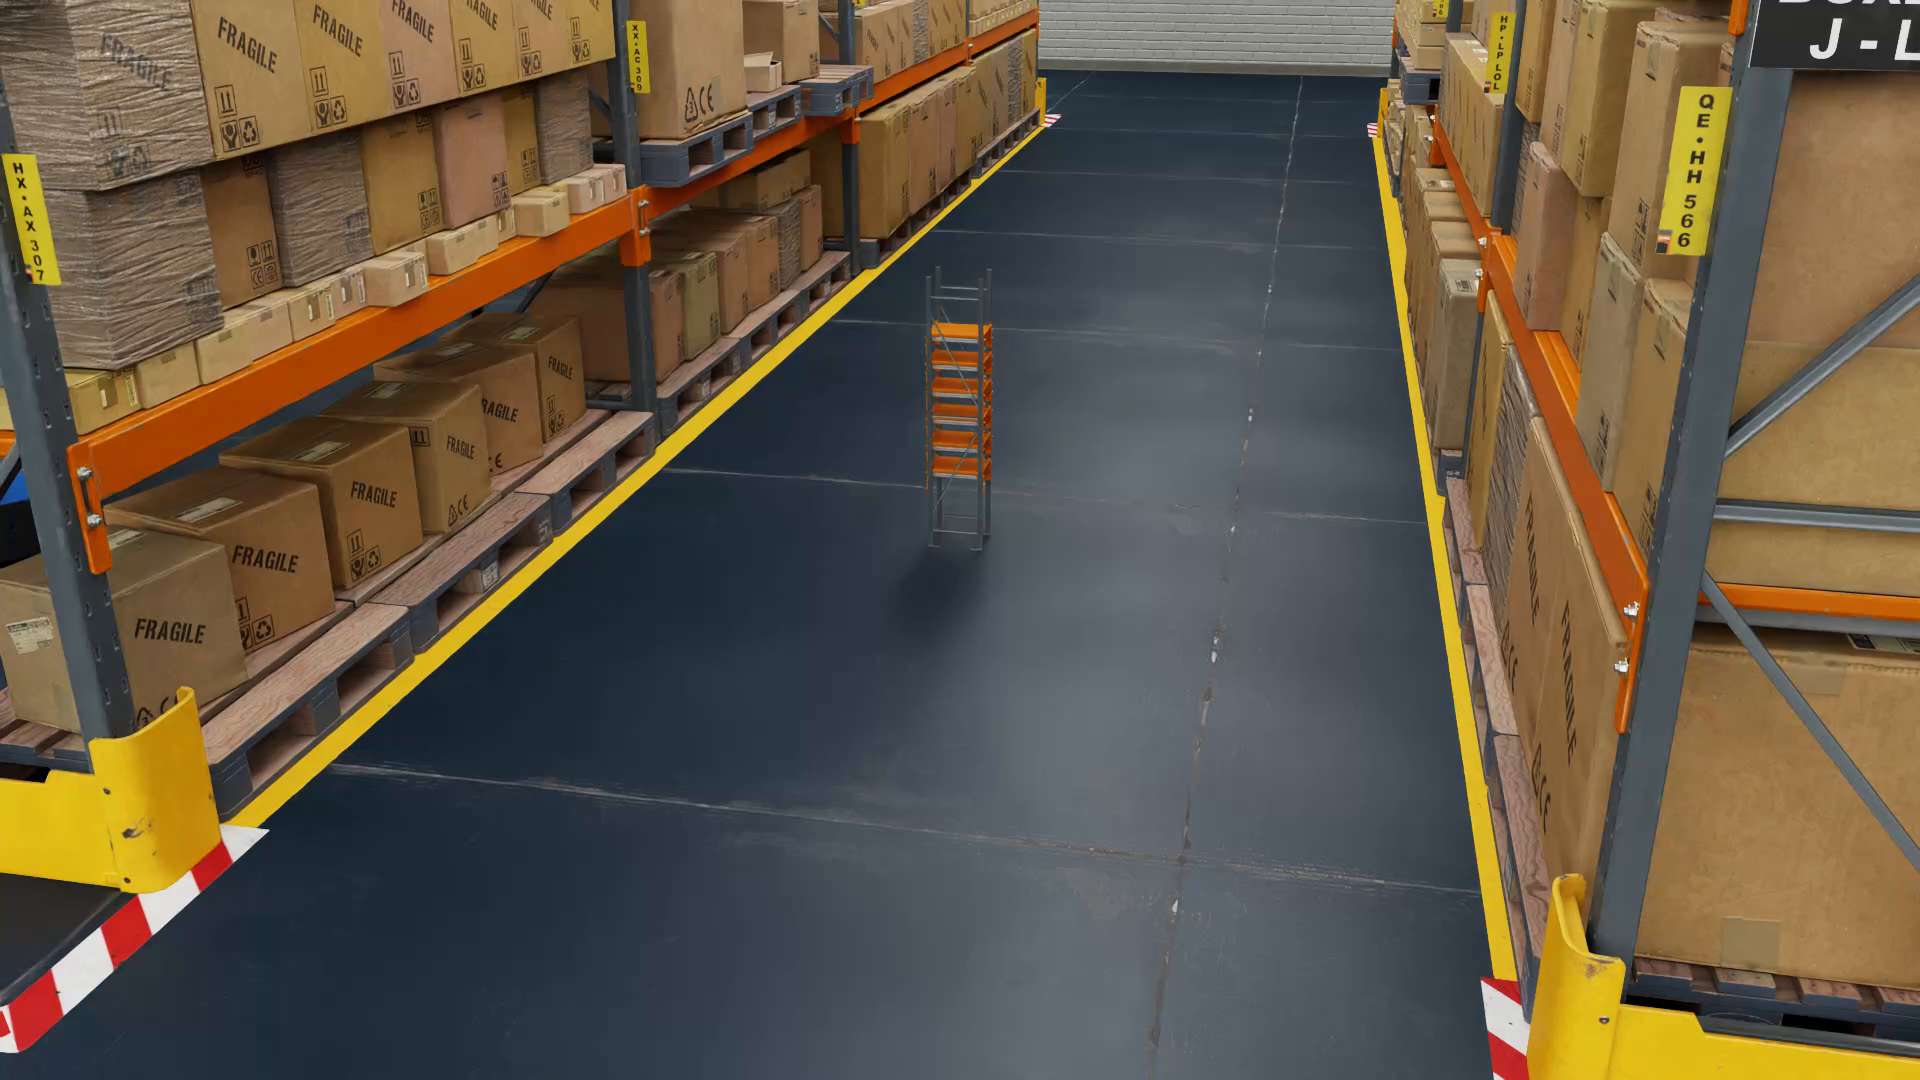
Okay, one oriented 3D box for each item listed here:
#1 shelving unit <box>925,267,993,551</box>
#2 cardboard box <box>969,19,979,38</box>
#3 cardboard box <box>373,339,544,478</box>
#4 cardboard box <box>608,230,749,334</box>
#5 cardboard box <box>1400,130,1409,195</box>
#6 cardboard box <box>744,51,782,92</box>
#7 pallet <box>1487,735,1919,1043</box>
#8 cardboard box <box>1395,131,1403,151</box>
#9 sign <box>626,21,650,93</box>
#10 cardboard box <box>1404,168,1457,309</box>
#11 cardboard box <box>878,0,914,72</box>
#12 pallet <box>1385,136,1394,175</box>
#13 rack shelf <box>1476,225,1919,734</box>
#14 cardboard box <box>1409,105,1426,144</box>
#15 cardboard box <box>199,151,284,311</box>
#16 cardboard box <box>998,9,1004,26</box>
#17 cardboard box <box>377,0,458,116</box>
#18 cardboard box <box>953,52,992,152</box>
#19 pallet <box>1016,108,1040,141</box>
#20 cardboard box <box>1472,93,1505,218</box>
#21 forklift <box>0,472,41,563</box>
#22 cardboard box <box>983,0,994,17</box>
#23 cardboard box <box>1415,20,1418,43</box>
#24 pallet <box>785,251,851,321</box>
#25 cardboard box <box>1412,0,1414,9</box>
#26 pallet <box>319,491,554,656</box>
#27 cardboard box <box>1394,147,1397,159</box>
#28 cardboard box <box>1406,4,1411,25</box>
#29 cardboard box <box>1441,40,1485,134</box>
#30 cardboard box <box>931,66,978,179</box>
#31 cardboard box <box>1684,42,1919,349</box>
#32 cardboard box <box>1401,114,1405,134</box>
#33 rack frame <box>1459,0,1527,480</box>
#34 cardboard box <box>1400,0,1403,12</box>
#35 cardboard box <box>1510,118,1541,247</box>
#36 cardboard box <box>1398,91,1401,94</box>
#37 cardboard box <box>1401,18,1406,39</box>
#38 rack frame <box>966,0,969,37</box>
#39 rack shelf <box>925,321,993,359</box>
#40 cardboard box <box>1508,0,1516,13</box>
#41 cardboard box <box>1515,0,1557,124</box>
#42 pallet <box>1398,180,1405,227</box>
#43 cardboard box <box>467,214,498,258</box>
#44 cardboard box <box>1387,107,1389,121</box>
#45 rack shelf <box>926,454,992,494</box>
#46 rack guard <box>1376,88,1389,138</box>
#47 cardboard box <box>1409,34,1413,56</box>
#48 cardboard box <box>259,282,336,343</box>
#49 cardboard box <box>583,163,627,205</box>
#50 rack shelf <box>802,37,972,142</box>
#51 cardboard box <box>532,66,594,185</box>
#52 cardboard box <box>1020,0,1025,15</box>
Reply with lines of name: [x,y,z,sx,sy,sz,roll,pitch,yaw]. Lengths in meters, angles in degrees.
shelving unit: [-0.003,-0.551,7.116,0.258,1.200,0.189,4,22,11]
cardboard box: [-0.030,-4.798,15.588,0.380,0.149,0.250,5,22,11]
cardboard box: [-2.278,-0.588,7.582,0.500,0.500,0.500,12,25,28]
cardboard box: [-1.672,-1.551,9.947,0.700,0.500,0.500,3,22,6]
cardboard box: [4.009,-3.202,14.072,0.500,0.500,0.500,5,23,13]
cardboard box: [-1.308,-2.871,10.084,0.396,0.266,0.258,4,22,9]
pallet: [2.057,0.967,4.670,1.003,0.211,1.213,4,22,11]
cardboard box: [4.215,-3.666,15.297,0.380,0.149,0.250,3,22,8]
sign: [-1.515,-2.269,7.813,0.100,0.325,0.005,4,22,11]
cardboard box: [3.391,-1.889,10.478,1.050,0.750,0.750,4,22,10]
cardboard box: [-0.662,-3.949,13.009,0.500,0.500,0.500,4,22,10]
pallet: [4.769,-3.819,16.553,1.003,0.211,1.213,4,22,11]
rack shelf: [2.379,-0.426,5.358,1.077,0.370,4.000,4,22,11]
cardboard box: [3.904,-3.355,13.448,0.500,0.250,0.500,5,22,12]
cardboard box: [-2.741,-1.018,5.335,0.875,0.500,0.500,4,22,11]
cardboard box: [0.234,-5.272,16.765,0.380,0.149,0.250,5,22,12]
cardboard box: [-2.180,-1.820,5.987,0.500,0.500,0.500,4,22,11]
cardboard box: [-0.203,-4.276,16.238,0.875,0.875,0.875,4,22,11]
pallet: [0.314,-4.703,18.748,1.003,0.211,1.213,4,22,11]
cardboard box: [2.632,-1.748,7.546,0.500,0.500,0.500,4,22,11]
forklift: [-5.098,-1.585,7.365,1.130,2.935,3.031,-20,29,-40]
cardboard box: [0.043,-5.233,16.135,0.500,0.250,0.500,4,22,11]
cardboard box: [3.311,-3.483,11.363,0.380,0.149,0.250,5,23,13]
pallet: [-1.393,-1.790,11.514,1.003,0.211,1.213,4,22,11]
cardboard box: [3.467,-3.895,11.988,0.380,0.149,0.250,4,22,11]
pallet: [-2.397,0.083,6.864,1.003,0.211,1.213,4,22,11]
cardboard box: [4.291,-3.649,15.652,0.380,0.149,0.250,4,22,9]
cardboard box: [3.572,-3.952,12.526,0.380,0.149,0.250,4,22,10]
cardboard box: [3.146,-2.670,9.835,0.500,0.500,0.500,4,22,10]
cardboard box: [-0.527,-3.805,15.069,1.225,0.875,0.875,5,22,11]
cardboard box: [2.084,-0.731,3.508,0.875,0.550,0.550,4,22,11]
cardboard box: [4.250,-3.811,15.260,0.380,0.149,0.250,5,22,12]
rack frame: [2.787,-1.491,7.040,1.000,3.000,0.127,4,22,11]
cardboard box: [3.838,-4.429,13.711,0.380,0.149,0.250,4,22,10]
cardboard box: [2.723,-1.425,6.675,0.875,0.550,0.550,4,22,11]
cardboard box: [4.645,-4.472,16.900,0.380,0.149,0.250,5,23,13]
cardboard box: [3.679,-4.008,13.064,0.380,0.149,0.250,3,22,9]
rack frame: [-0.416,-4.832,15.335,1.000,3.000,0.127,4,22,11]
rack shelf: [-0.003,-0.844,6.998,0.258,0.103,0.180,4,22,11]
cardboard box: [3.089,-2.556,8.213,0.700,0.500,0.500,5,22,11]
cardboard box: [2.678,-1.929,6.482,0.875,0.550,0.550,4,22,11]
pallet: [4.262,-2.838,14.118,1.003,0.211,1.213,4,22,11]
cardboard box: [-2.108,-1.235,6.741,0.380,0.149,0.250,4,22,11]
cardboard box: [4.815,-4.585,17.976,0.380,0.149,0.250,5,22,12]
rack shelf: [-0.003,-0.287,7.223,0.258,0.103,0.180,4,22,11]
rack guard: [5.220,-4.692,18.335,1.175,0.500,0.348,4,22,11]
cardboard box: [3.413,-3.523,11.860,0.380,0.149,0.250,4,22,10]
cardboard box: [-2.349,-0.777,5.603,0.380,0.149,0.250,4,22,11]
cardboard box: [-1.804,-1.688,7.867,0.380,0.149,0.250,4,22,11]
rack shelf: [-0.824,-3.766,13.653,1.077,0.370,4.000,4,22,11]
cardboard box: [-2.200,-1.930,7.599,0.875,0.500,0.500,4,22,11]
cardboard box: [0.494,-5.744,17.937,0.380,0.149,0.250,5,22,12]
